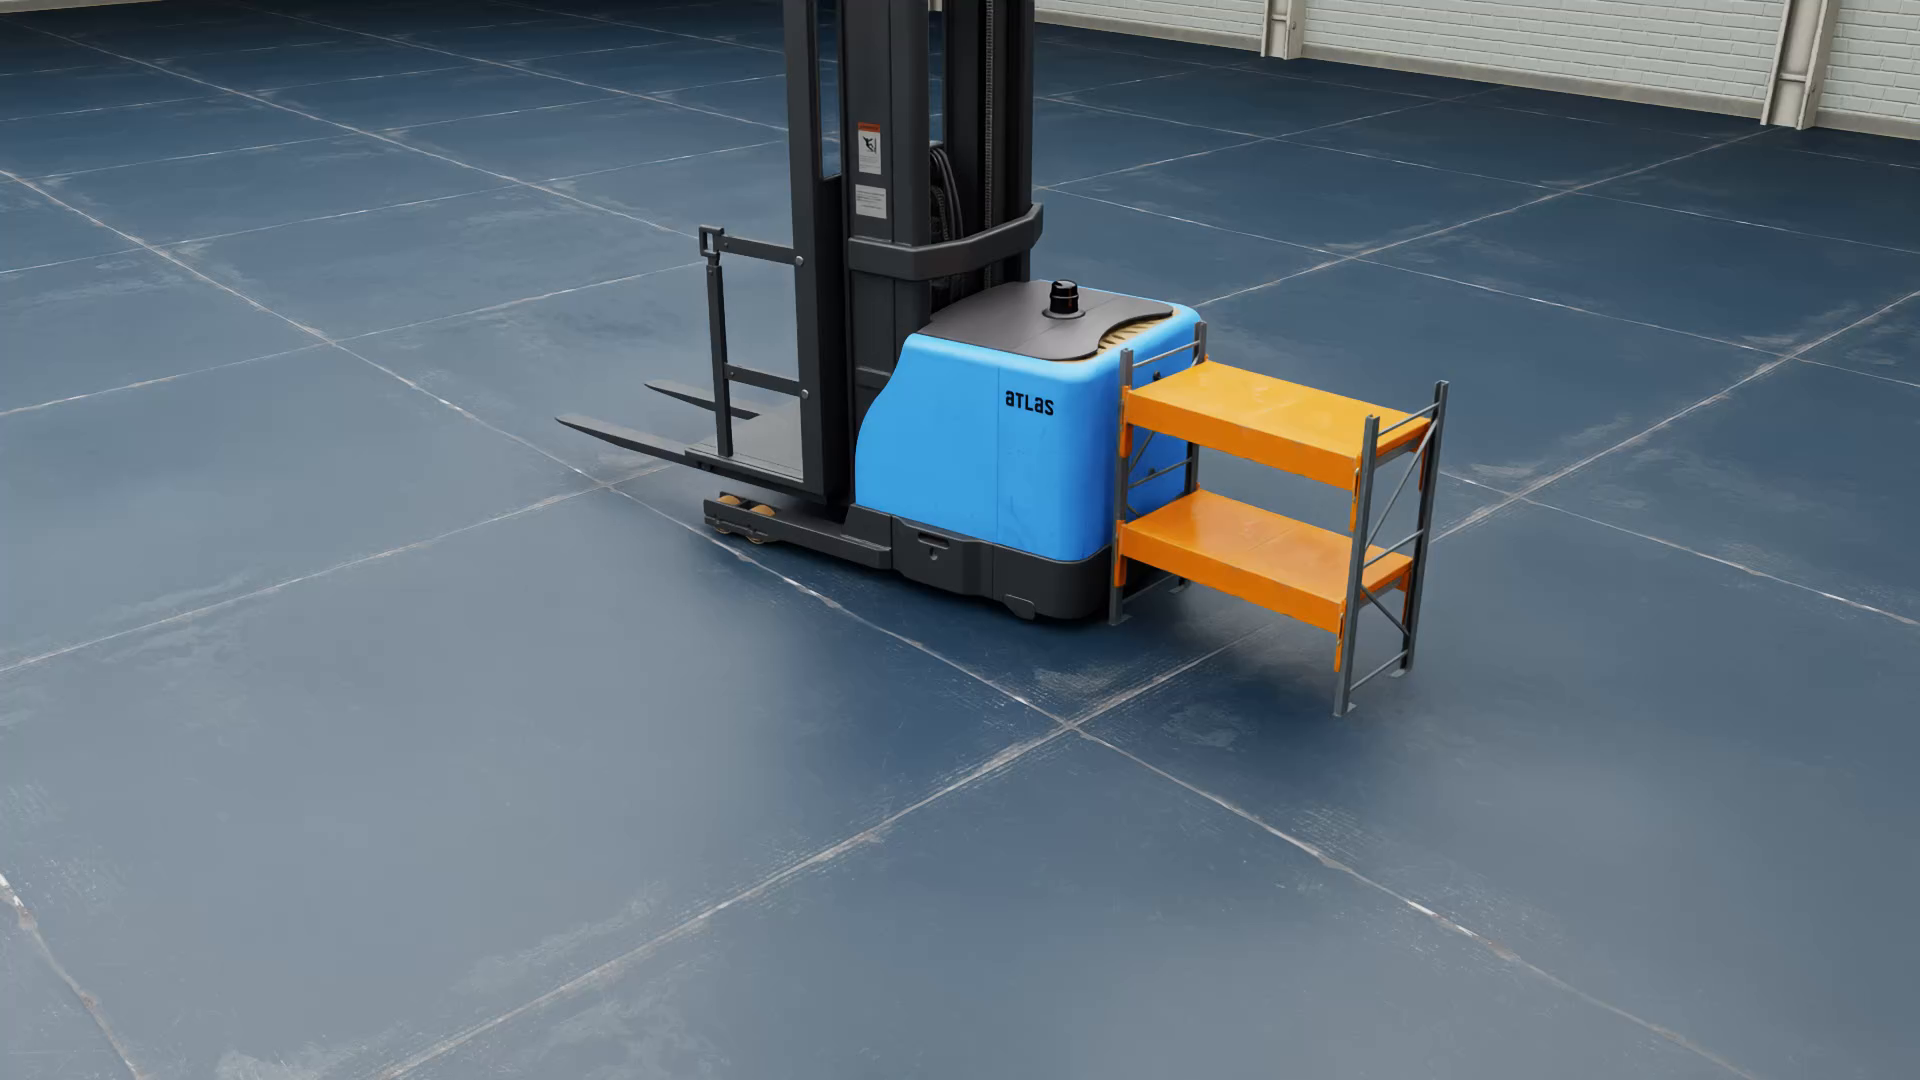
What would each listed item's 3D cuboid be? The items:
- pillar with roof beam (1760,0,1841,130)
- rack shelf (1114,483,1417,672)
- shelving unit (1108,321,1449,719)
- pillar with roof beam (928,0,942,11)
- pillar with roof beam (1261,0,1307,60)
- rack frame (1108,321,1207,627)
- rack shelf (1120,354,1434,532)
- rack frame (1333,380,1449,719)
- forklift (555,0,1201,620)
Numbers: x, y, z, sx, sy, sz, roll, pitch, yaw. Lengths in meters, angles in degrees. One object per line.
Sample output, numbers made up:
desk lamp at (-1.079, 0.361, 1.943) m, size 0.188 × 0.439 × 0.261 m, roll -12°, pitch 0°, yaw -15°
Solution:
pillar with roof beam at (4.823, -6.869, 11.466) m, size 9.100 × 9.000 × 0.400 m, roll -21°, pitch 32°, yaw -38°
rack shelf at (1.135, 0.116, 6.229) m, size 1.000 × 0.278 × 0.538 m, roll 21°, pitch 32°, yaw 39°
shelving unit at (1.135, -0.106, 6.128) m, size 1.048 × 1.125 × 0.538 m, roll 21°, pitch 32°, yaw 39°
pillar with roof beam at (-3.379, -10.505, 19.435) m, size 9.100 × 9.000 × 0.400 m, roll -21°, pitch 32°, yaw -38°
pillar with roof beam at (0.722, -8.687, 15.450) m, size 9.100 × 9.000 × 0.400 m, roll -21°, pitch 32°, yaw -38°
rack frame at (0.765, -0.251, 6.446) m, size 0.032 × 1.125 × 0.500 m, roll 21°, pitch 32°, yaw 39°
rack shelf at (1.135, -0.373, 6.006) m, size 1.000 × 0.278 × 0.538 m, roll 21°, pitch 32°, yaw 39°
rack frame at (1.504, 0.039, 5.810) m, size 0.032 × 1.125 × 0.500 m, roll 21°, pitch 32°, yaw 39°
forklift at (-0.514, -1.479, 6.961) m, size 3.031 × 2.935 × 1.130 m, roll 16°, pitch 29°, yaw 31°
